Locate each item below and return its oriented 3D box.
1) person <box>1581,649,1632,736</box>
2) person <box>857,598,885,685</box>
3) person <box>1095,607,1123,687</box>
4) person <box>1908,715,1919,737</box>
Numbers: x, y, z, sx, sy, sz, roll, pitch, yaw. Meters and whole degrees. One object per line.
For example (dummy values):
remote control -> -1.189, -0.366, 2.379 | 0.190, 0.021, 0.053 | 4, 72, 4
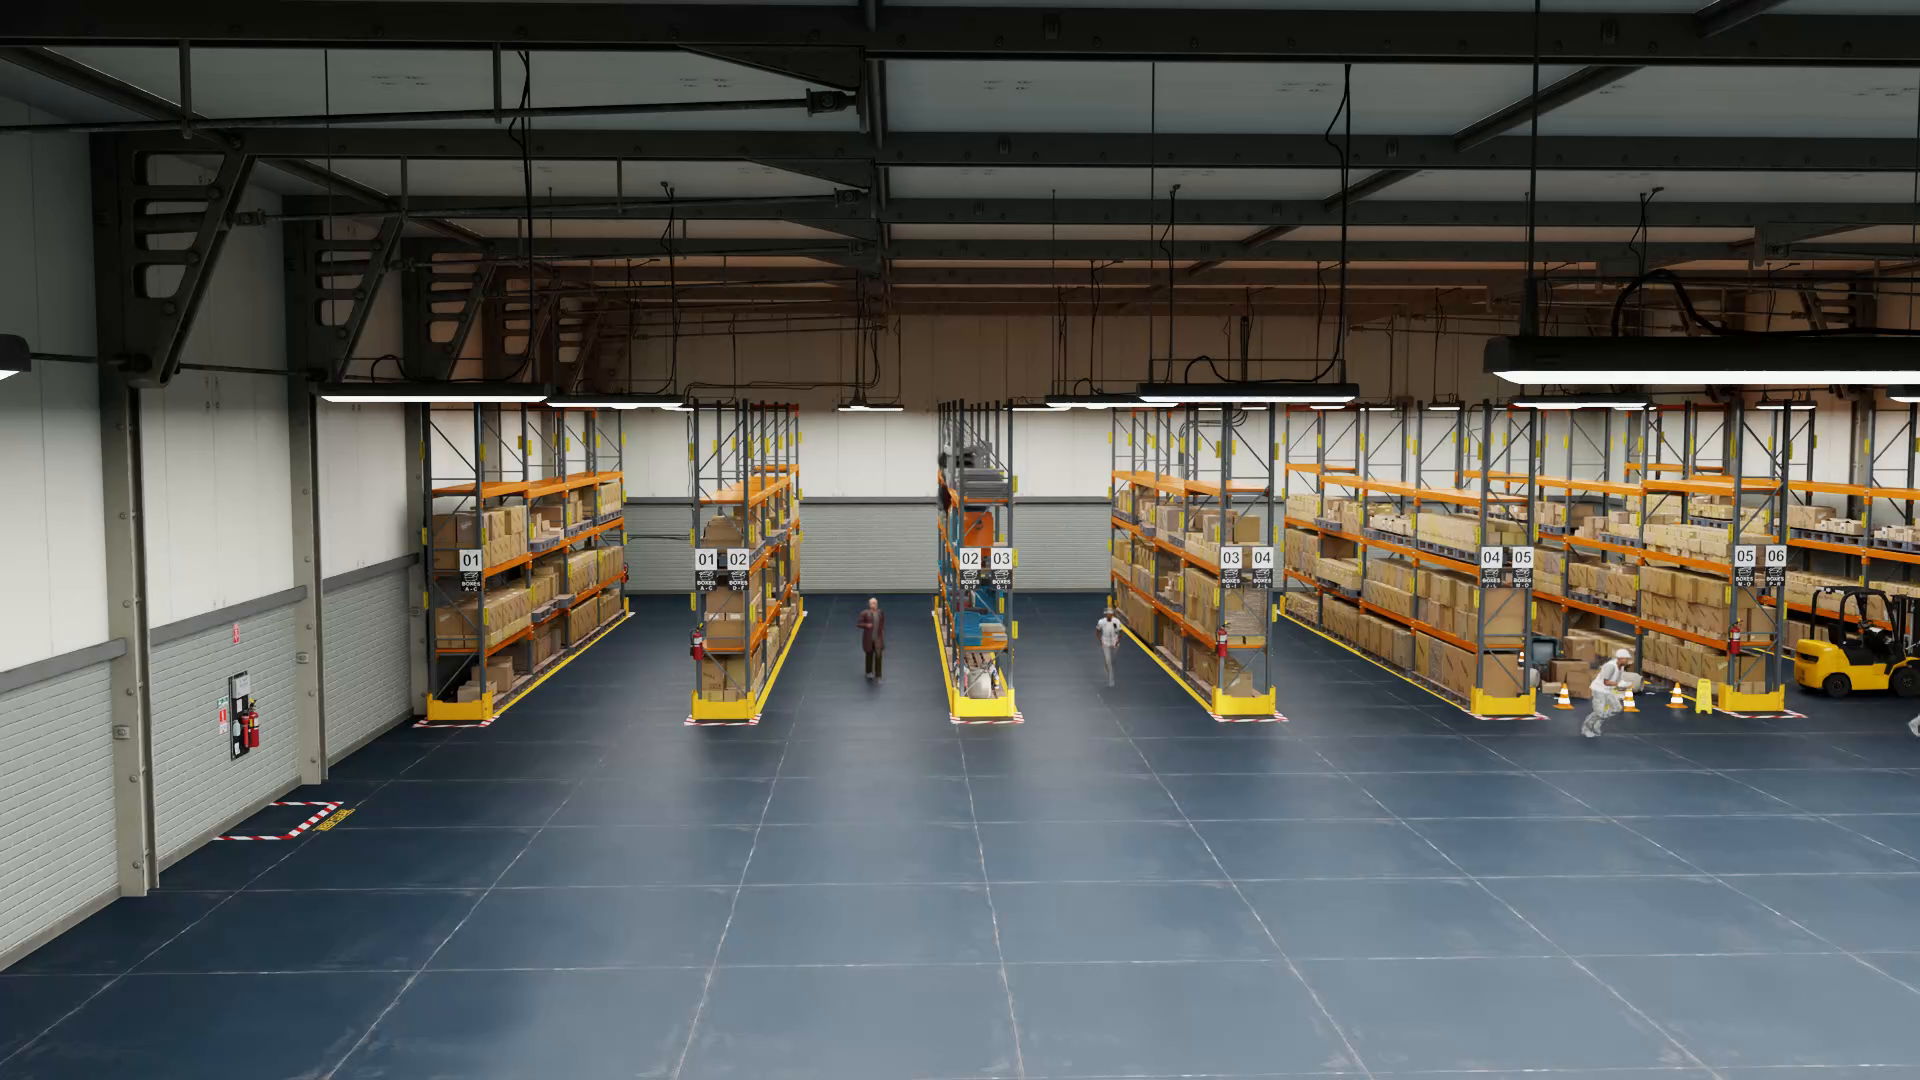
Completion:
person -> 11.438, 2.687, 29.296 | 0.721, 1.603, 0.917 | -4, 6, -44
person -> -1.894, 2.157, 35.458 | 0.668, 1.855, 0.861 | -1, 5, -18
person -> 3.165, 2.238, 35.284 | 0.575, 1.684, 0.987 | 0, 4, -3
person -> 17.036, 2.722, 28.886 | 0.702, 1.717, 1.023 | -3, 5, -32
